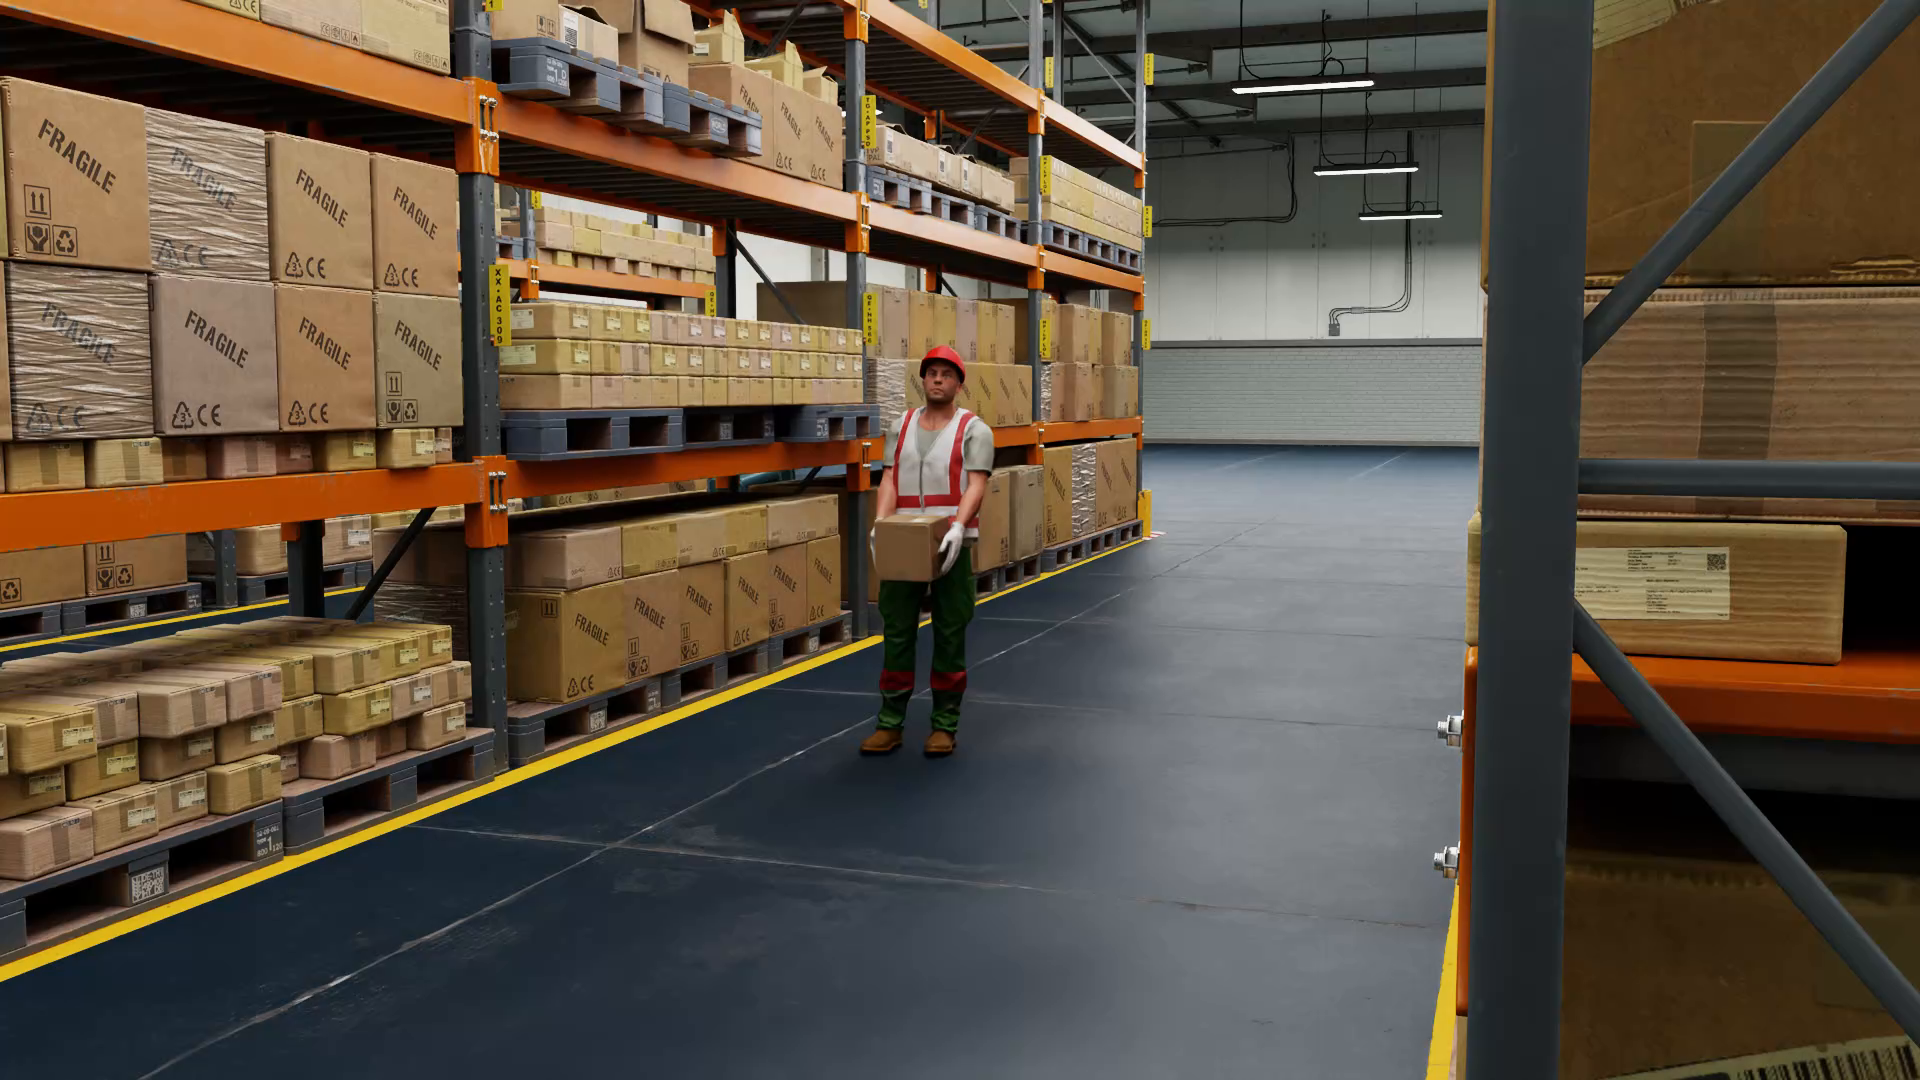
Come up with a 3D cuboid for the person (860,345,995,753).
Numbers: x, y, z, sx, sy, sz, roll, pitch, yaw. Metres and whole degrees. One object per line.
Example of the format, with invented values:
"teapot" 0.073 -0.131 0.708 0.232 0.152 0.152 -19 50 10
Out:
"person" -0.141 0.041 7.315 0.539 1.793 0.513 2 5 19
